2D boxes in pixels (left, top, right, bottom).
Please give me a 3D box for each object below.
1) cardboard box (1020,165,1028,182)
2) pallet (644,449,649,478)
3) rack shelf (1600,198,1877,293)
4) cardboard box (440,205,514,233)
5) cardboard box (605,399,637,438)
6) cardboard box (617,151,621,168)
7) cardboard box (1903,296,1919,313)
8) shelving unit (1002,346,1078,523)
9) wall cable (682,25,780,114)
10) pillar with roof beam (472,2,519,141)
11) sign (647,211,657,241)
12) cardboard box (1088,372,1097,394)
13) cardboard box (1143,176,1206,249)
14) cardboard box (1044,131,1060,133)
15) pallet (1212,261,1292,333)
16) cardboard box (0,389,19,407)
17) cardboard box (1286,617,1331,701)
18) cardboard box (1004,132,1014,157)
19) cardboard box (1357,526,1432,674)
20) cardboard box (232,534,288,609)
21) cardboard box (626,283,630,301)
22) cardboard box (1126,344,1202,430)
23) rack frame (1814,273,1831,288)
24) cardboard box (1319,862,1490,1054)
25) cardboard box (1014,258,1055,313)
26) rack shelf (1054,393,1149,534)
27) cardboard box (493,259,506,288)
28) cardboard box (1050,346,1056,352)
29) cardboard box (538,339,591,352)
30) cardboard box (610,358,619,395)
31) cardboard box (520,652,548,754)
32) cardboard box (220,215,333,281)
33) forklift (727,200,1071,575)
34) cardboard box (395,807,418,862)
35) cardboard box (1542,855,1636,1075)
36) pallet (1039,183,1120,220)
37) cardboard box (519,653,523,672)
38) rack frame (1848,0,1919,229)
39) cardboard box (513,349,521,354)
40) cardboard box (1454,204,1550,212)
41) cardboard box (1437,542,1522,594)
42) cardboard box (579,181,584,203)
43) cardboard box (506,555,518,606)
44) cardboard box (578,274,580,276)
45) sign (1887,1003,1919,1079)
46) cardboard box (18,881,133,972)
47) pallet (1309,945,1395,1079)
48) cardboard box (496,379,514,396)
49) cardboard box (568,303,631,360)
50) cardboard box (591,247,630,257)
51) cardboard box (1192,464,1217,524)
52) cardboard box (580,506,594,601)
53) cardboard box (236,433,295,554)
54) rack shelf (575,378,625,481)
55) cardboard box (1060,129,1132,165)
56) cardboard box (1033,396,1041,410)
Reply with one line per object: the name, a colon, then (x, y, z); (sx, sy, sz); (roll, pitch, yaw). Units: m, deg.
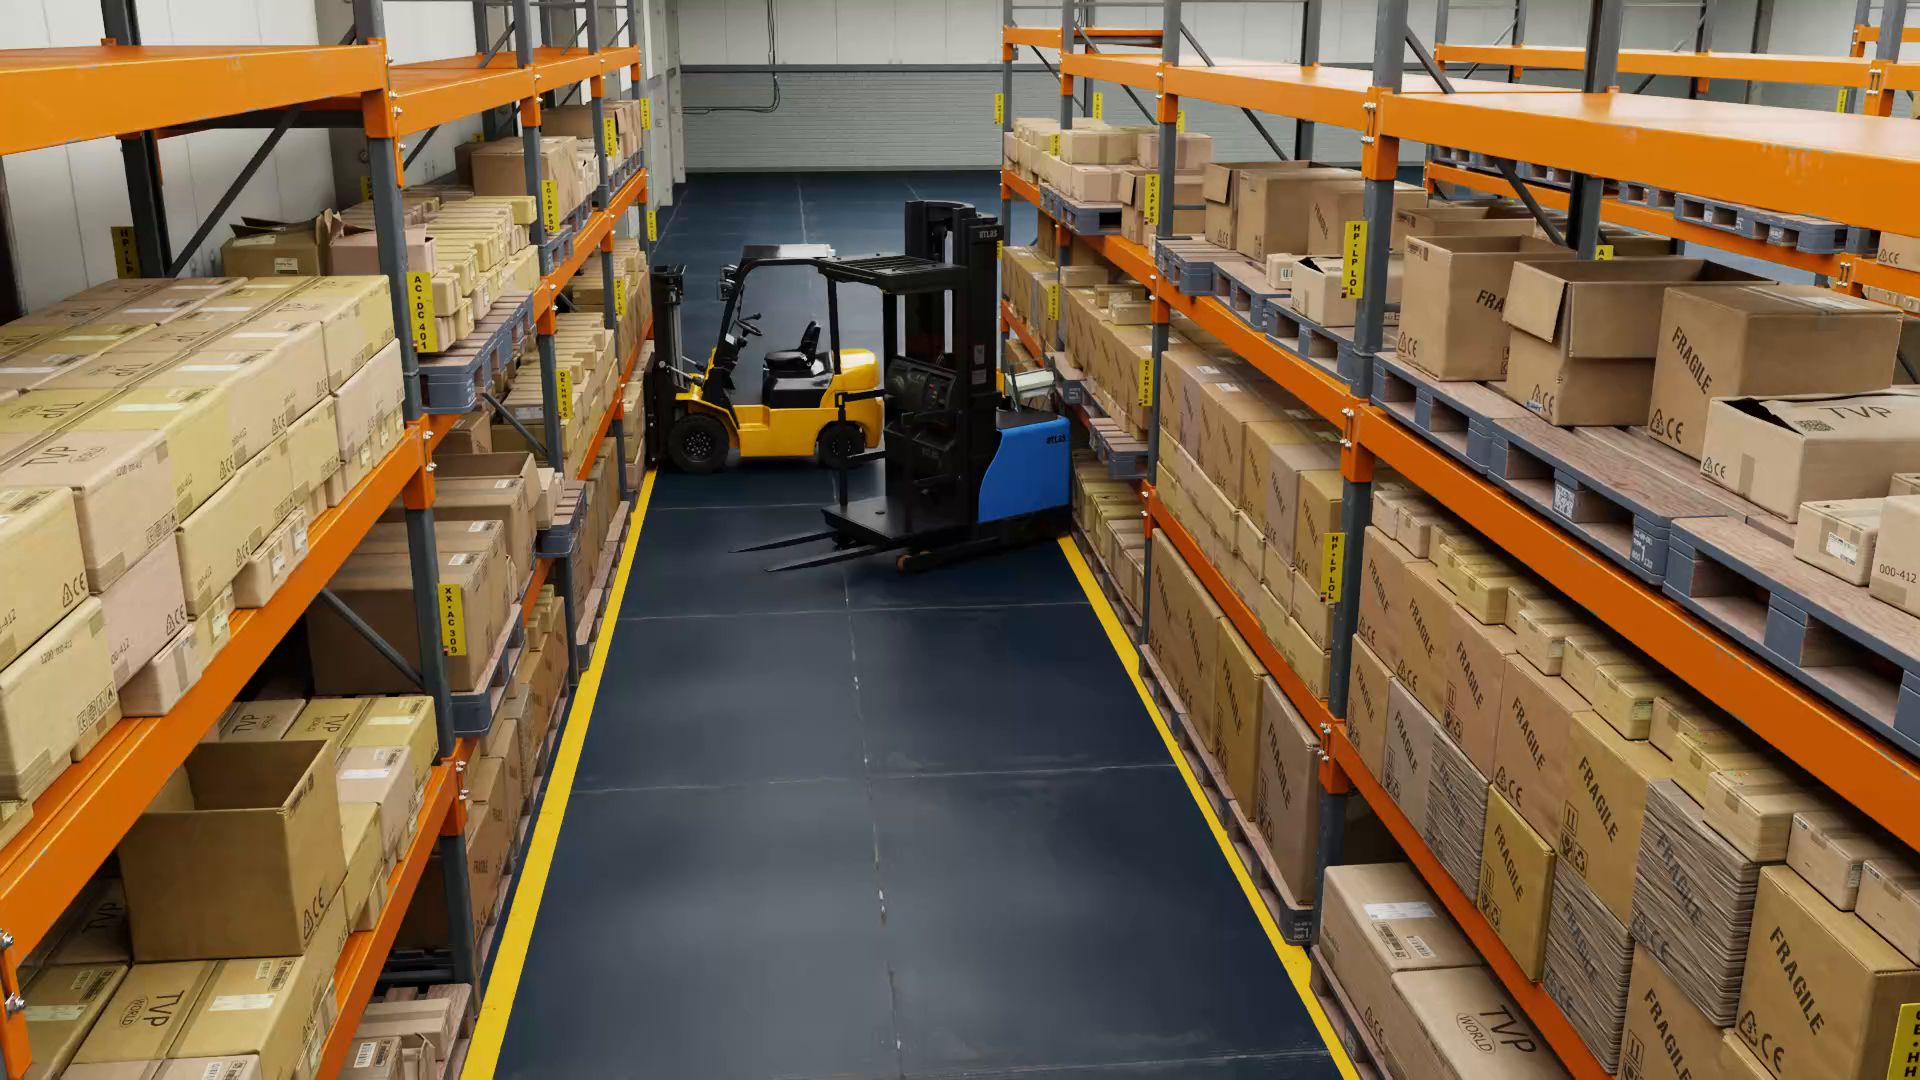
cardboard box: (0.826, -3.773, 17.098); (0.380, 0.149, 0.250); (-2, 17, -5)
pallet: (-3.716, -0.881, 17.131); (1.003, 0.211, 1.213); (-2, 18, -6)
rack shelf: (6.510, -2.439, 13.630); (1.077, 0.370, 4.000); (-2, 18, -6)
cardboard box: (-2.805, -1.856, 9.663); (0.380, 0.149, 0.250); (-2, 18, -7)
cardboard box: (-3.285, -1.128, 15.484); (0.500, 0.250, 0.500); (-2, 18, -6)
cardboard box: (-3.370, -3.540, 15.490); (0.380, 0.149, 0.250); (-1, 17, -4)
cardboard box: (10.685, -2.599, 18.368); (0.380, 0.149, 0.250); (-2, 18, -6)
shelving unit: (0.743, -0.933, 14.995); (0.431, 1.500, 0.755); (-12, 14, -1)
wall cable: (-6.867, -13.803, 48.803); (3.097, 2.526, 0.112); (-2, 18, -6)
pillar with roof beam: (-0.502, -5.561, 17.366); (9.100, 9.000, 0.400); (-2, 18, -6)
sign: (-3.418, -3.479, 18.422); (0.100, 0.325, 0.005); (-2, 18, -6)
cardboard box: (1.240, -1.280, 13.466); (0.380, 0.149, 0.250); (-1, 17, -4)
cardboard box: (1.715, -2.333, 11.927); (0.700, 0.500, 0.500); (-2, 18, -6)
cardboard box: (1.017, -3.853, 16.022); (0.380, 0.149, 0.250); (-2, 18, -7)
pallet: (2.040, -1.390, 9.403); (1.003, 0.211, 1.213); (-1, 17, -3)
cardboard box: (-2.749, -0.206, 4.236); (0.500, 0.250, 0.500); (-2, 18, -5)
cardboard box: (1.918, 0.566, 8.118); (0.500, 0.250, 0.500); (-2, 18, -7)
cardboard box: (0.764, -4.299, 18.108); (0.500, 0.250, 0.500); (-2, 18, -7)
cardboard box: (2.023, 0.245, 7.054); (0.500, 0.500, 0.500); (-2, 18, -5)
cardboard box: (-2.172, 0.093, 4.785); (0.380, 0.149, 0.250); (-2, 18, -6)
cardboard box: (-3.378, -2.377, 15.991); (0.380, 0.149, 0.250); (-2, 18, -6)
cardboard box: (1.479, -1.089, 11.772); (0.500, 0.500, 0.500); (-2, 18, -7)
rack frame: (10.835, -3.261, 20.058); (1.000, 3.000, 0.127); (-2, 18, -6)
cardboard box: (2.173, 1.832, 7.409); (0.875, 0.438, 0.875); (-2, 18, -6)
cardboard box: (0.861, -2.689, 17.571); (0.500, 0.500, 0.500); (-2, 18, -7)
rack shelf: (1.596, -0.824, 13.496); (1.077, 0.370, 4.000); (-2, 18, -6)
cardboard box: (-2.541, -1.343, 8.492); (0.380, 0.149, 0.250); (-1, 17, -4)
cardboard box: (1.054, -1.730, 15.599); (0.380, 0.149, 0.250); (-2, 18, -6)
cardboard box: (-3.129, -1.492, 13.170); (0.380, 0.149, 0.250); (-2, 18, -5)
cardboard box: (-3.235, -1.395, 14.364); (0.500, 0.250, 0.500); (-1, 17, -4)
cardboard box: (-2.779, 1.000, 9.957); (0.500, 0.500, 0.500); (-1, 17, -3)
cardboard box: (-2.821, -1.214, 6.890); (0.396, 0.266, 0.258); (-2, 18, -6)
forklift: (-0.503, -1.287, 13.885); (3.031, 2.935, 1.130); (-12, 21, -34)
cardboard box: (-2.338, 1.135, 6.473); (0.380, 0.149, 0.250); (-1, 17, -4)
cardboard box: (2.215, 1.326, 5.280); (0.500, 0.500, 0.500); (-1, 17, -4)
pallet: (1.348, -2.918, 14.269); (1.213, 0.211, 1.003); (-2, 18, -6)
cardboard box: (-2.781, 0.719, 9.767); (0.380, 0.149, 0.250); (-2, 18, -6)
rack frame: (6.716, -3.617, 11.175); (1.000, 3.000, 0.127); (-2, 18, -6)
cardboard box: (-3.613, -1.399, 12.876); (0.380, 0.149, 0.250); (-2, 18, -5)
cardboard box: (6.039, -3.452, 18.612); (0.875, 0.550, 0.550); (-2, 18, -6)
cardboard box: (2.065, 0.114, 6.385); (0.380, 0.149, 0.250); (-2, 18, -6)
cardboard box: (-3.052, -2.620, 12.559); (0.380, 0.149, 0.250); (-2, 18, -6)
cardboard box: (-2.483, 0.212, 8.516); (0.396, 0.266, 0.258); (-1, 17, -3)
cardboard box: (-4.107, -2.820, 17.401); (0.380, 0.149, 0.250); (-2, 18, -8)
sign: (2.087, 1.159, 3.649); (0.100, 0.325, 0.005); (-2, 18, -6)
cardboard box: (-2.773, 1.310, 5.251); (0.500, 0.250, 0.500); (-2, 18, -6)
pallet: (2.216, 2.179, 7.383); (1.003, 0.211, 1.213); (-2, 18, -6)
cardboard box: (-3.560, -1.011, 12.306); (0.500, 0.250, 0.500); (-2, 18, -6)
cardboard box: (-3.403, -1.952, 15.719); (0.500, 0.500, 0.500); (-1, 17, -5)
cardboard box: (-3.651, -2.974, 17.394); (0.380, 0.149, 0.250); (-2, 18, -5)
cardboard box: (1.701, -0.277, 9.968); (0.500, 0.250, 0.500); (-2, 18, -6)
cardboard box: (-3.260, 0.135, 12.504); (0.875, 0.625, 0.625); (-1, 17, -4)
cardboard box: (-2.273, -0.133, 4.839); (0.500, 0.250, 0.500); (-2, 18, -7)
rack shelf: (-3.341, -0.670, 13.004); (1.077, 0.370, 4.000); (-2, 18, -6)
cardboard box: (1.113, -3.227, 13.656); (0.500, 0.250, 0.500); (-2, 18, -7)
cardboard box: (1.008, -1.329, 16.541); (0.500, 0.500, 0.500); (-1, 17, -5)
